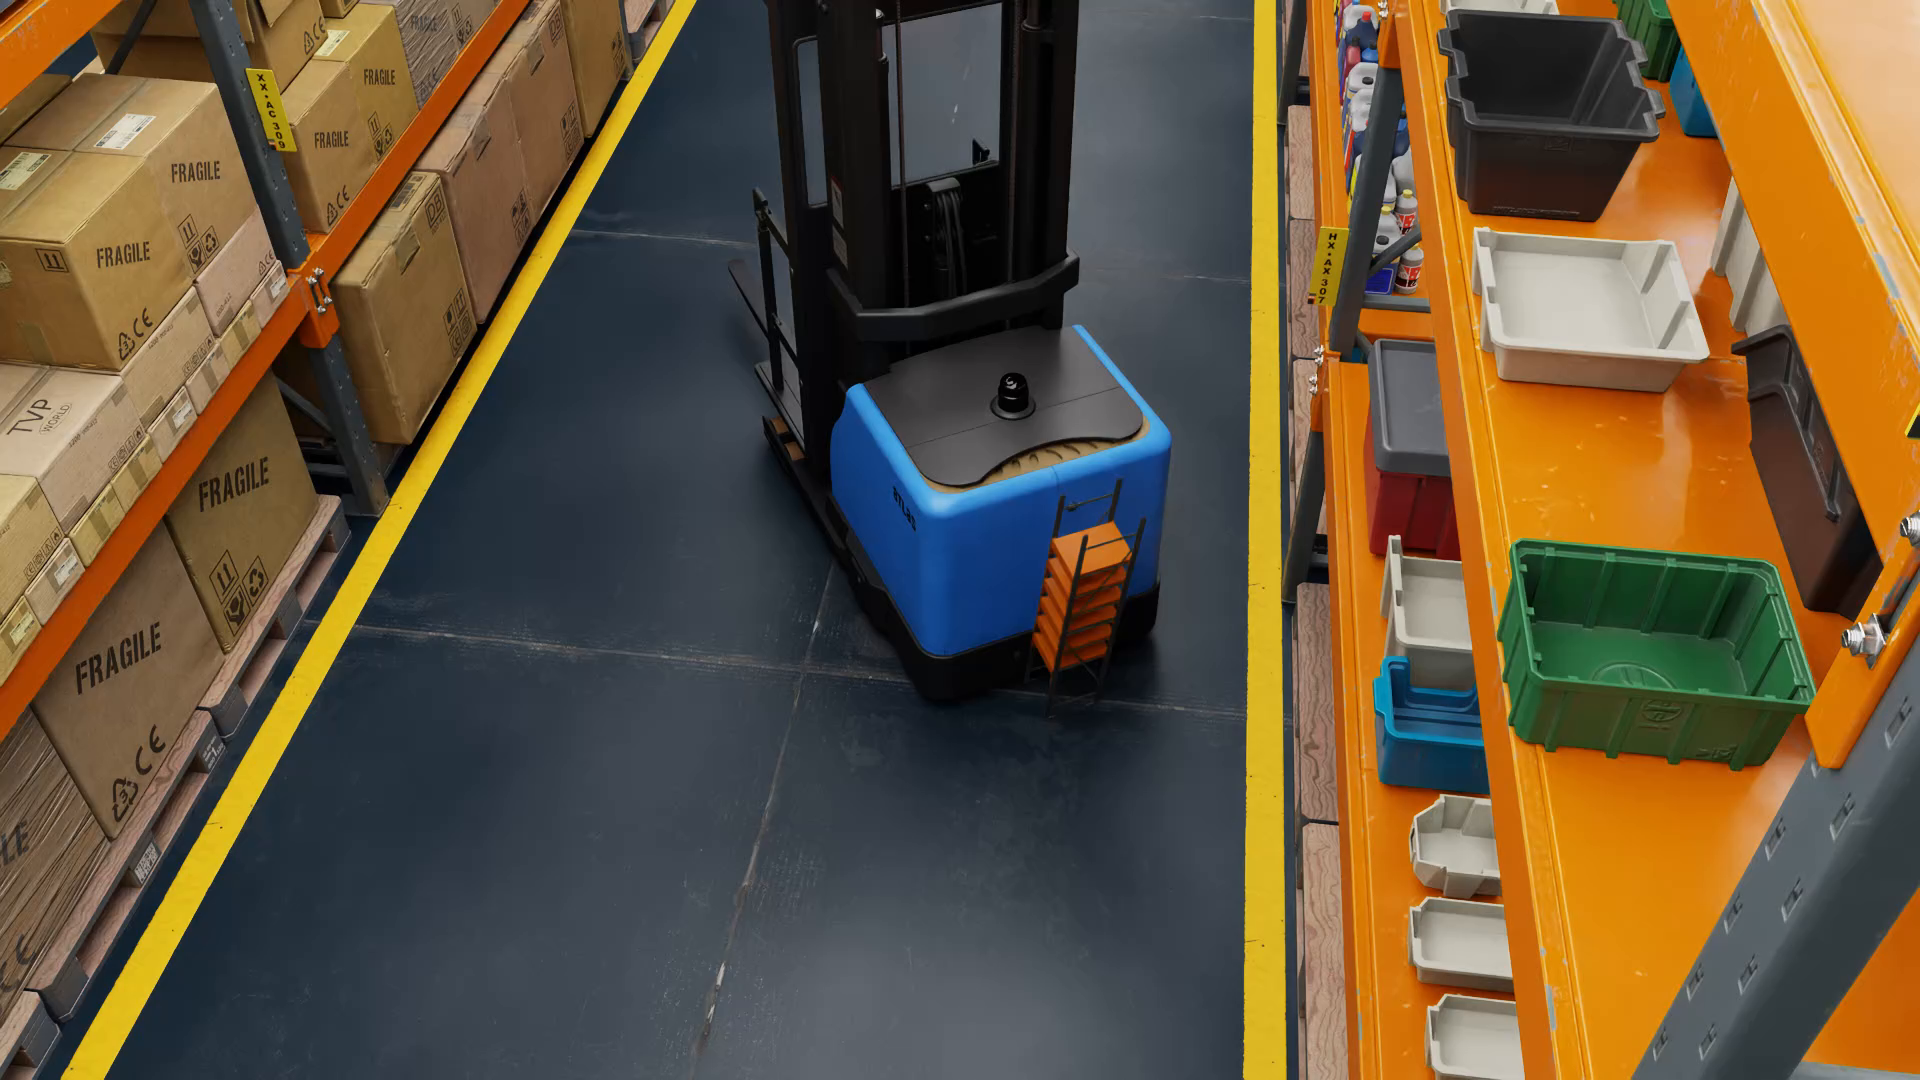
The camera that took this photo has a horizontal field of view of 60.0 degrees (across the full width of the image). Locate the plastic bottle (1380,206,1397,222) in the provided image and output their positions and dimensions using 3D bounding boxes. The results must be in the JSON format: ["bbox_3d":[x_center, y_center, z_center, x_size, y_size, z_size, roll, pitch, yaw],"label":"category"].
[{"bbox_3d":[1.651,-1.211,6.514,0.097,0.201,0.097,0,43,0],"label":"plastic bottle"}]

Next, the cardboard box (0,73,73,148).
[{"bbox_3d":[-3.373,-1.291,5.802,0.500,0.500,0.500,5,44,6],"label":"cardboard box"}]

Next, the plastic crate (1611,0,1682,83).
[{"bbox_3d":[2.097,-1.514,4.662,0.450,0.188,0.662,5,44,6],"label":"plastic crate"}]

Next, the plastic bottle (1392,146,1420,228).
[{"bbox_3d":[1.793,-1.444,6.651,0.144,0.351,0.185,5,44,6],"label":"plastic bottle"}]

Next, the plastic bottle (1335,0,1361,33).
[{"bbox_3d":[1.840,-2.526,7.852,0.097,0.271,0.097,0,43,0],"label":"plastic bottle"}]

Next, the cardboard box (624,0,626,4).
[{"bbox_3d":[-2.459,-3.705,10.502,0.700,0.500,0.500,3,44,3],"label":"cardboard box"}]

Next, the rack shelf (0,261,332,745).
[{"bbox_3d":[-3.321,0.356,5.238,1.077,0.370,4.000,5,44,6],"label":"rack shelf"}]

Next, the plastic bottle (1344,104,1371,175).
[{"bbox_3d":[1.700,-1.664,6.938,0.152,0.276,0.135,5,44,6],"label":"plastic bottle"}]

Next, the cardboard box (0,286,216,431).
[{"bbox_3d":[-2.920,-0.644,5.664,0.500,0.250,0.500,6,44,7],"label":"cardboard box"}]

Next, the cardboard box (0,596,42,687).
[{"bbox_3d":[-3.009,0.288,4.969,0.380,0.149,0.250,4,44,4],"label":"cardboard box"}]

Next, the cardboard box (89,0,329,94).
[{"bbox_3d":[-2.980,-2.105,6.512,0.797,0.503,0.637,4,44,4],"label":"cardboard box"}]

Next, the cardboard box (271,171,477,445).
[{"bbox_3d":[-2.991,-1.088,7.479,1.225,0.875,0.875,5,44,6],"label":"cardboard box"}]

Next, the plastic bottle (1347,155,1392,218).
[{"bbox_3d":[1.651,-1.457,6.665,0.144,0.351,0.185,5,44,6],"label":"plastic bottle"}]

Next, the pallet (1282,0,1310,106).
[{"bbox_3d":[2.523,-3.056,10.346,1.003,0.211,1.213,5,44,6],"label":"pallet"}]

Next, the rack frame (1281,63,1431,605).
[{"bbox_3d":[1.853,-0.818,5.955,1.000,3.000,0.127,5,44,6],"label":"rack frame"}]

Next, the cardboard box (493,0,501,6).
[{"bbox_3d":[-2.484,-2.979,8.164,0.500,0.500,0.500,4,44,4],"label":"cardboard box"}]

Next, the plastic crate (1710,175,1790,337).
[{"bbox_3d":[1.923,-0.621,3.651,0.437,0.282,0.530,5,44,6],"label":"plastic crate"}]

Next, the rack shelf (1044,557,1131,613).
[{"bbox_3d":[0.458,0.129,5.972,0.258,0.103,0.180,-16,56,-17],"label":"rack shelf"}]

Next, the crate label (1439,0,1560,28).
[{"bbox_3d":[1.502,-1.505,4.690,0.293,0.136,0.466,5,44,6],"label":"crate label"}]

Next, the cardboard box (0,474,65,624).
[{"bbox_3d":[-3.058,0.048,4.932,0.500,0.250,0.500,4,44,5],"label":"cardboard box"}]

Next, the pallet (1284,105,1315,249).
[{"bbox_3d":[2.319,-1.991,9.221,1.003,0.211,1.213,5,44,6],"label":"pallet"}]

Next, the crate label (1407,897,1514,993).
[{"bbox_3d":[1.318,1.021,4.160,0.396,0.136,0.243,5,44,6],"label":"crate label"}]

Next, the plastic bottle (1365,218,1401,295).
[{"bbox_3d":[1.585,-1.071,6.312,0.152,0.276,0.135,5,44,6],"label":"plastic bottle"}]

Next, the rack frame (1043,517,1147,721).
[{"bbox_3d":[0.479,0.315,6.080,0.240,1.200,0.006,-16,56,-17],"label":"rack frame"}]

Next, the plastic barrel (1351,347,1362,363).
[{"bbox_3d":[2.036,-1.061,7.431,0.600,0.901,0.708,5,44,6],"label":"plastic barrel"}]

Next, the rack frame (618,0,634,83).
[{"bbox_3d":[-2.527,-3.995,9.309,1.000,3.000,0.127,5,44,6],"label":"rack frame"}]

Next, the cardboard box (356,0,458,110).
[{"bbox_3d":[-2.615,-2.279,7.425,0.500,0.500,0.500,4,44,5],"label":"cardboard box"}]

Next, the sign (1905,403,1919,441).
[{"bbox_3d":[0.777,-0.192,1.165,0.100,0.325,0.005,5,44,6],"label":"sign"}]

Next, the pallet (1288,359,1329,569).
[{"bbox_3d":[1.997,-0.328,7.465,1.003,0.211,1.213,5,44,6],"label":"pallet"}]

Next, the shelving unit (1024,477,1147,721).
[{"bbox_3d":[0.444,0.246,6.128,0.258,1.200,0.189,-16,56,-17],"label":"shelving unit"}]

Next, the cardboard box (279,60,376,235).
[{"bbox_3d":[-2.748,-1.596,6.703,0.500,0.500,0.500,5,44,6],"label":"cardboard box"}]

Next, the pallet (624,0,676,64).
[{"bbox_3d":[-2.423,-3.515,10.830,1.003,0.211,1.213,5,44,6],"label":"pallet"}]

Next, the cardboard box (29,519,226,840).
[{"bbox_3d":[-3.342,0.406,5.901,0.875,0.875,0.875,5,44,6],"label":"cardboard box"}]

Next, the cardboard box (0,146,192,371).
[{"bbox_3d":[-2.922,-0.916,5.405,0.500,0.500,0.500,6,44,6],"label":"cardboard box"}]

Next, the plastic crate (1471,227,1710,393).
[{"bbox_3d":[1.352,-0.517,3.646,0.437,0.136,0.530,5,44,6],"label":"plastic crate"}]

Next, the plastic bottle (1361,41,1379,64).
[{"bbox_3d":[1.815,-2.079,7.380,0.097,0.271,0.097,0,43,0],"label":"plastic bottle"}]

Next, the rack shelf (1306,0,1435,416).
[{"bbox_3d":[2.118,-1.920,7.642,1.077,0.370,4.000,5,44,6],"label":"rack shelf"}]

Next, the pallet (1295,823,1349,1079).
[{"bbox_3d":[1.636,1.533,5.500,1.003,0.211,1.213,5,44,6],"label":"pallet"}]

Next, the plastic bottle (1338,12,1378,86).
[{"bbox_3d":[1.796,-2.207,7.458,0.144,0.351,0.185,5,44,6],"label":"plastic bottle"}]

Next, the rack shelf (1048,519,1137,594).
[{"bbox_3d":[0.466,0.057,5.877,0.258,0.103,0.180,-16,56,-17],"label":"rack shelf"}]

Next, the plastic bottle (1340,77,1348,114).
[{"bbox_3d":[1.737,-1.968,7.314,0.097,0.201,0.097,0,43,0],"label":"plastic bottle"}]

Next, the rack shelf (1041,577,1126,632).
[{"bbox_3d":[0.449,0.200,6.068,0.258,0.103,0.180,-16,56,-17],"label":"rack shelf"}]

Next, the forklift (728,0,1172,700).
[{"bbox_3d":[-0.256,-1.461,6.683,1.130,2.935,3.031,-17,46,-17],"label":"forklift"}]

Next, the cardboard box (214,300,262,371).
[{"bbox_3d":[-2.806,-0.764,6.080,0.380,0.149,0.250,6,44,6],"label":"cardboard box"}]

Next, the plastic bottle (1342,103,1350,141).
[{"bbox_3d":[1.706,-1.810,7.147,0.097,0.201,0.097,0,43,0],"label":"plastic bottle"}]

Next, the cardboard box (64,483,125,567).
[{"bbox_3d":[-2.941,-0.064,5.341,0.380,0.149,0.250,5,44,5],"label":"cardboard box"}]

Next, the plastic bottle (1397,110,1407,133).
[{"bbox_3d":[1.826,-1.664,6.941,0.097,0.271,0.097,0,43,0],"label":"plastic bottle"}]

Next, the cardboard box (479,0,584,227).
[{"bbox_3d":[-2.765,-2.300,8.760,1.225,0.875,0.875,5,44,6],"label":"cardboard box"}]

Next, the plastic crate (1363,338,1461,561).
[{"bbox_3d":[1.487,-0.278,5.294,0.402,0.464,0.583,5,44,6],"label":"plastic crate"}]

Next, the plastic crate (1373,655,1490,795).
[{"bbox_3d":[1.342,0.524,4.615,0.416,0.233,0.300,5,44,6],"label":"plastic crate"}]

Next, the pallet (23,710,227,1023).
[{"bbox_3d":[-3.393,1.089,5.969,1.003,0.211,1.213,5,44,6],"label":"pallet"}]

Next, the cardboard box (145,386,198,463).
[{"bbox_3d":[-2.874,-0.414,5.711,0.380,0.149,0.250,6,44,6],"label":"cardboard box"}]

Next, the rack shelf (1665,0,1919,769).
[{"bbox_3d":[1.589,-1.227,2.837,1.077,0.370,4.000,5,44,6],"label":"rack shelf"}]

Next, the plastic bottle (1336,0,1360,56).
[{"bbox_3d":[1.809,-2.369,7.686,0.097,0.271,0.097,0,43,0],"label":"plastic bottle"}]

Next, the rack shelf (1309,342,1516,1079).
[{"bbox_3d":[1.589,0.806,4.763,1.077,0.370,4.000,5,44,6],"label":"rack shelf"}]

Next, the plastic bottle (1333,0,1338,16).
[{"bbox_3d":[1.850,-2.677,8.002,0.061,0.283,0.133,5,44,6],"label":"plastic bottle"}]
